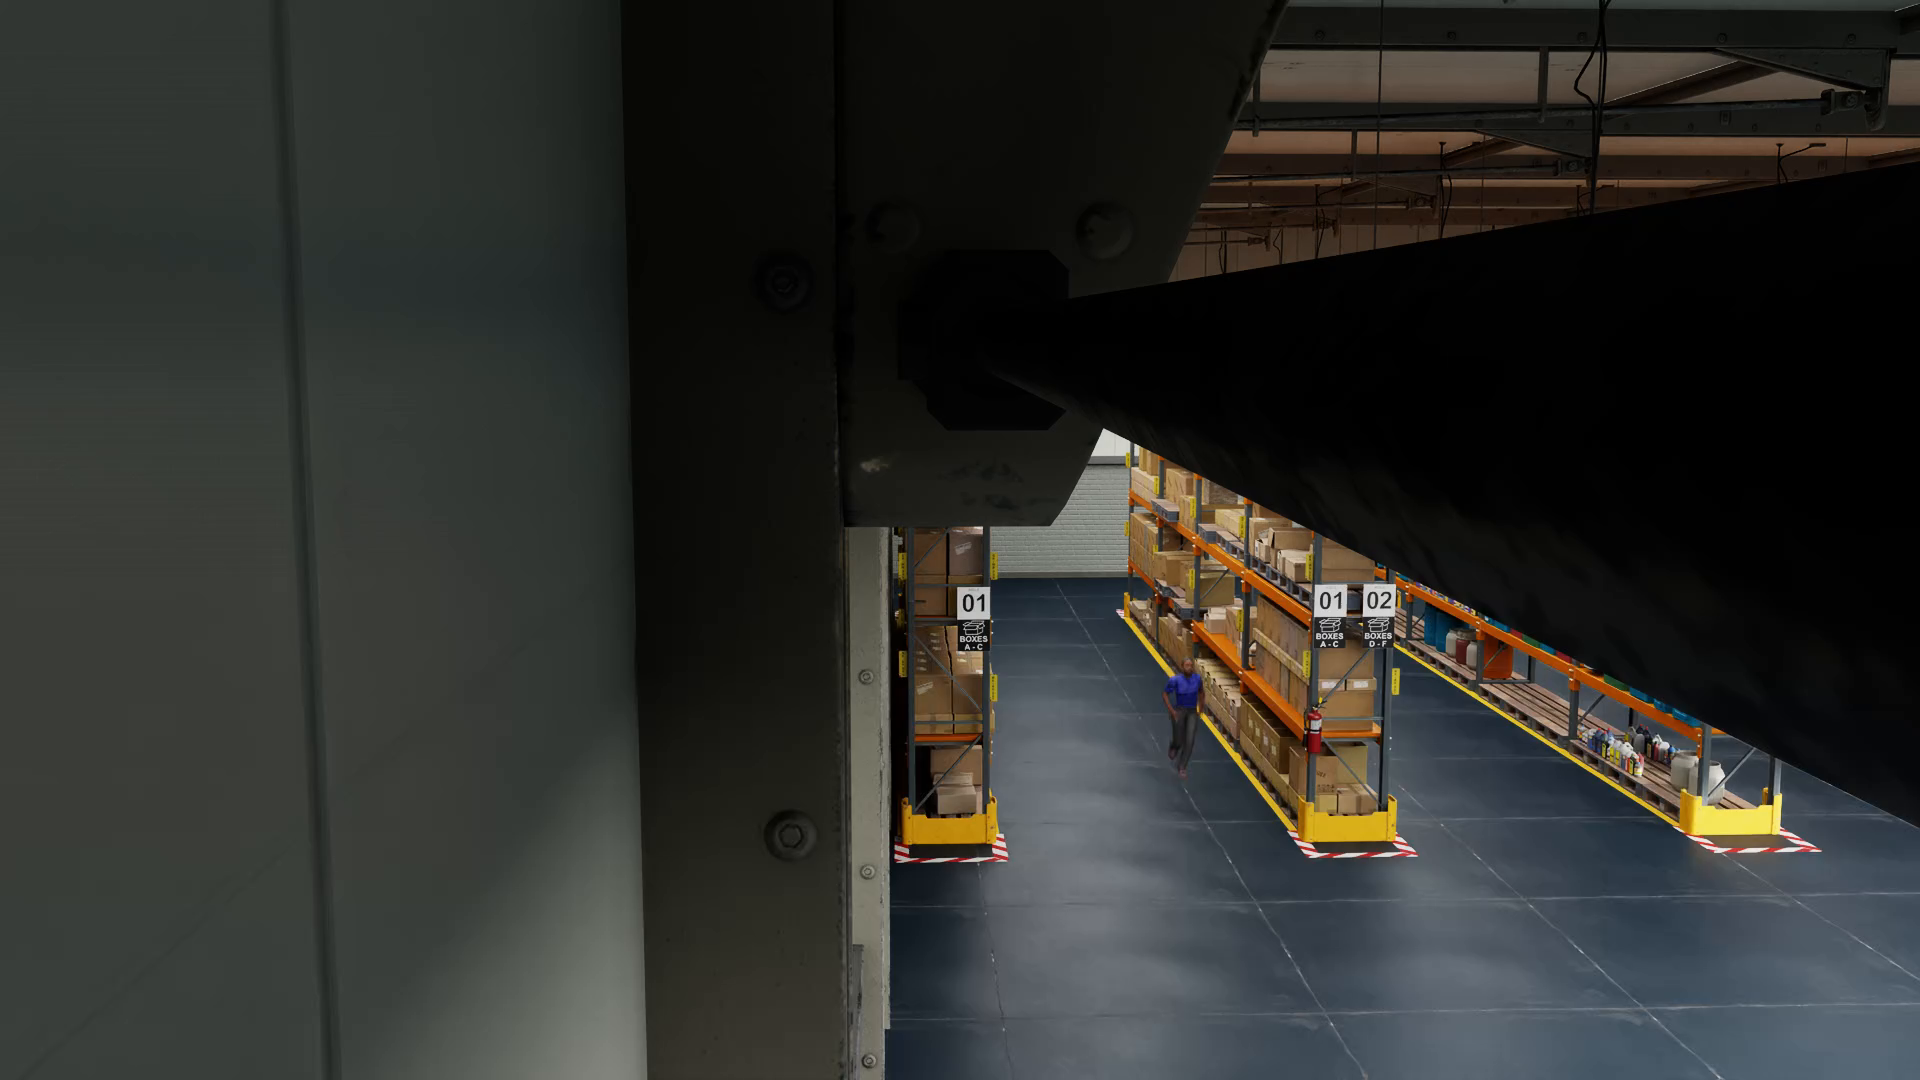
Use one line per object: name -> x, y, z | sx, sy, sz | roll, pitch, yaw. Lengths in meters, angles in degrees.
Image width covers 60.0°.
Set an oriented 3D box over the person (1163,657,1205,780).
person -> 3.041, 2.373, 22.557 | 0.598, 1.624, 0.682 | -1, 7, -10
